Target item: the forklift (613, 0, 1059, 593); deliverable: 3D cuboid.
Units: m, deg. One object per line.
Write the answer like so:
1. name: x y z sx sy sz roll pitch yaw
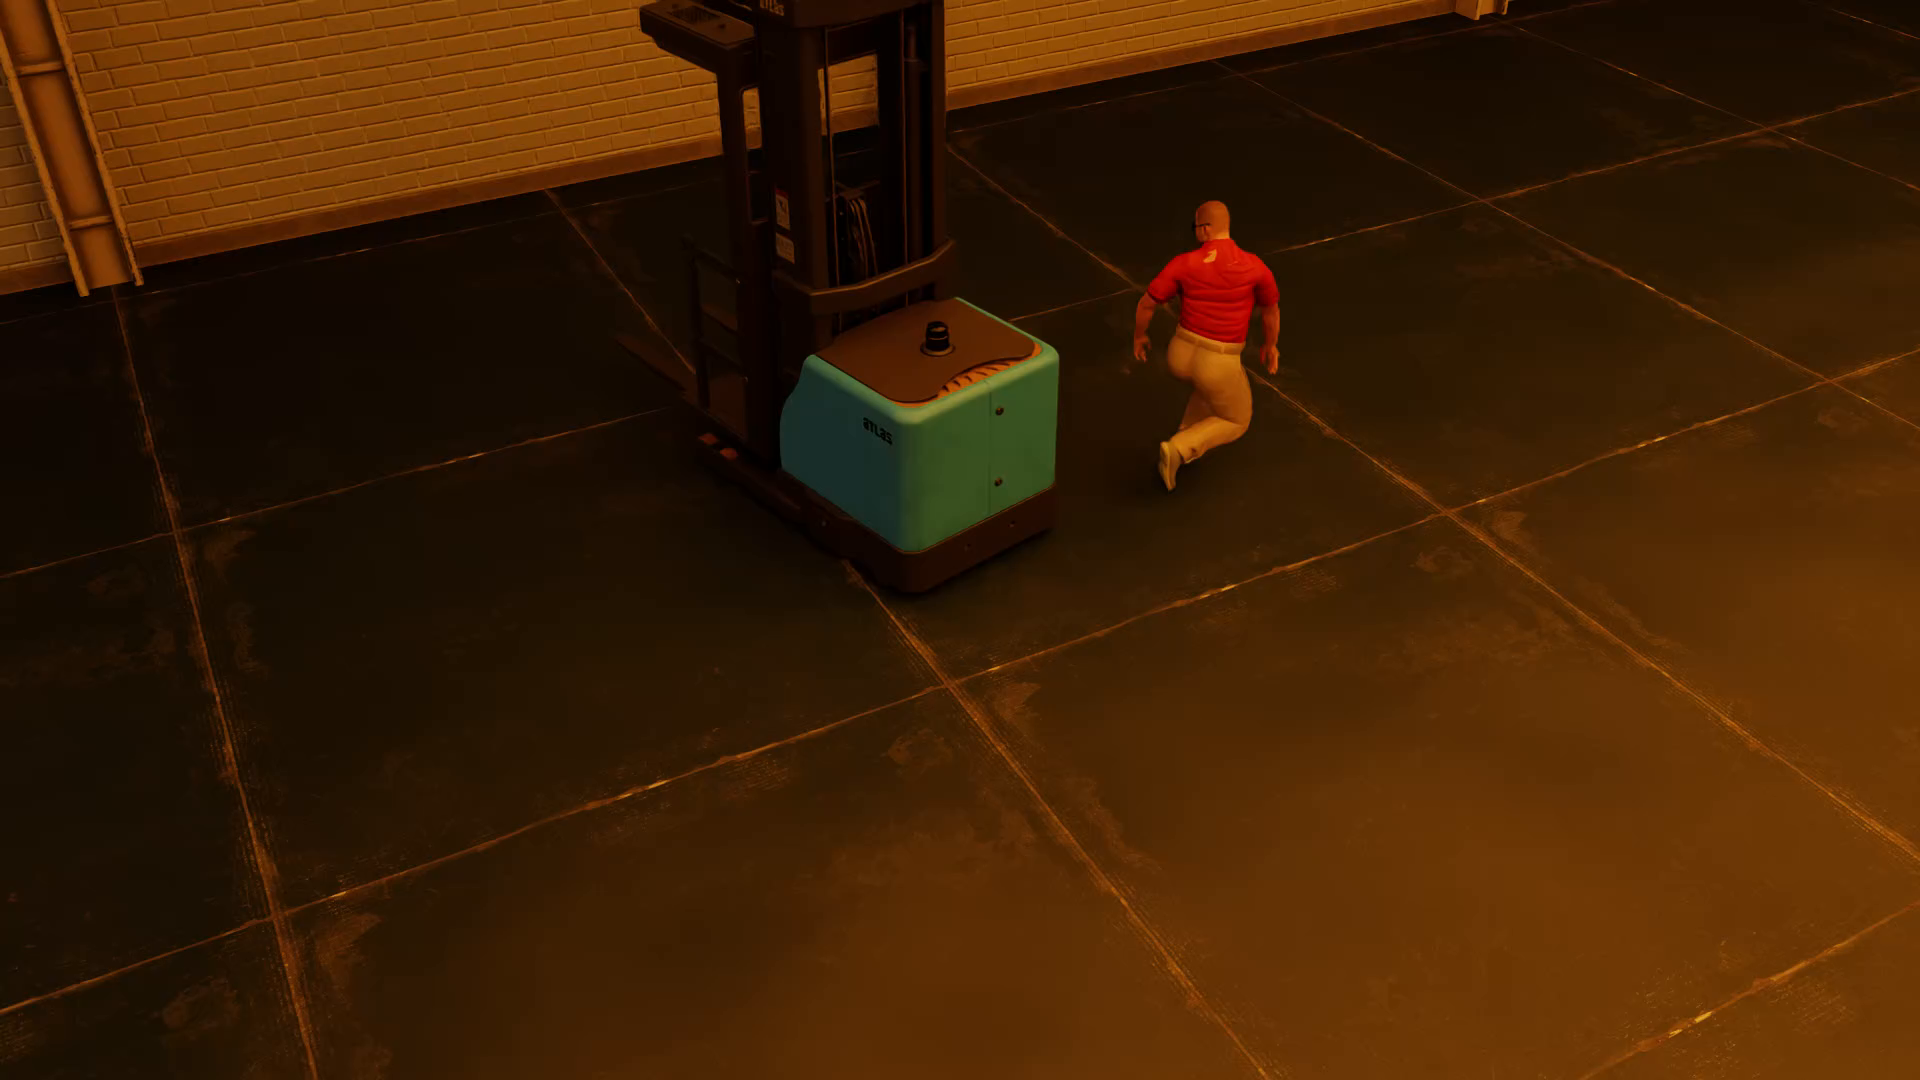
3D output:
1. forklift: -0.843 -1.709 8.541 1.130 2.935 3.031 -27 43 -32

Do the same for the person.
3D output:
1. person: 1.246 -1.019 8.829 0.698 1.518 0.722 24 42 30
